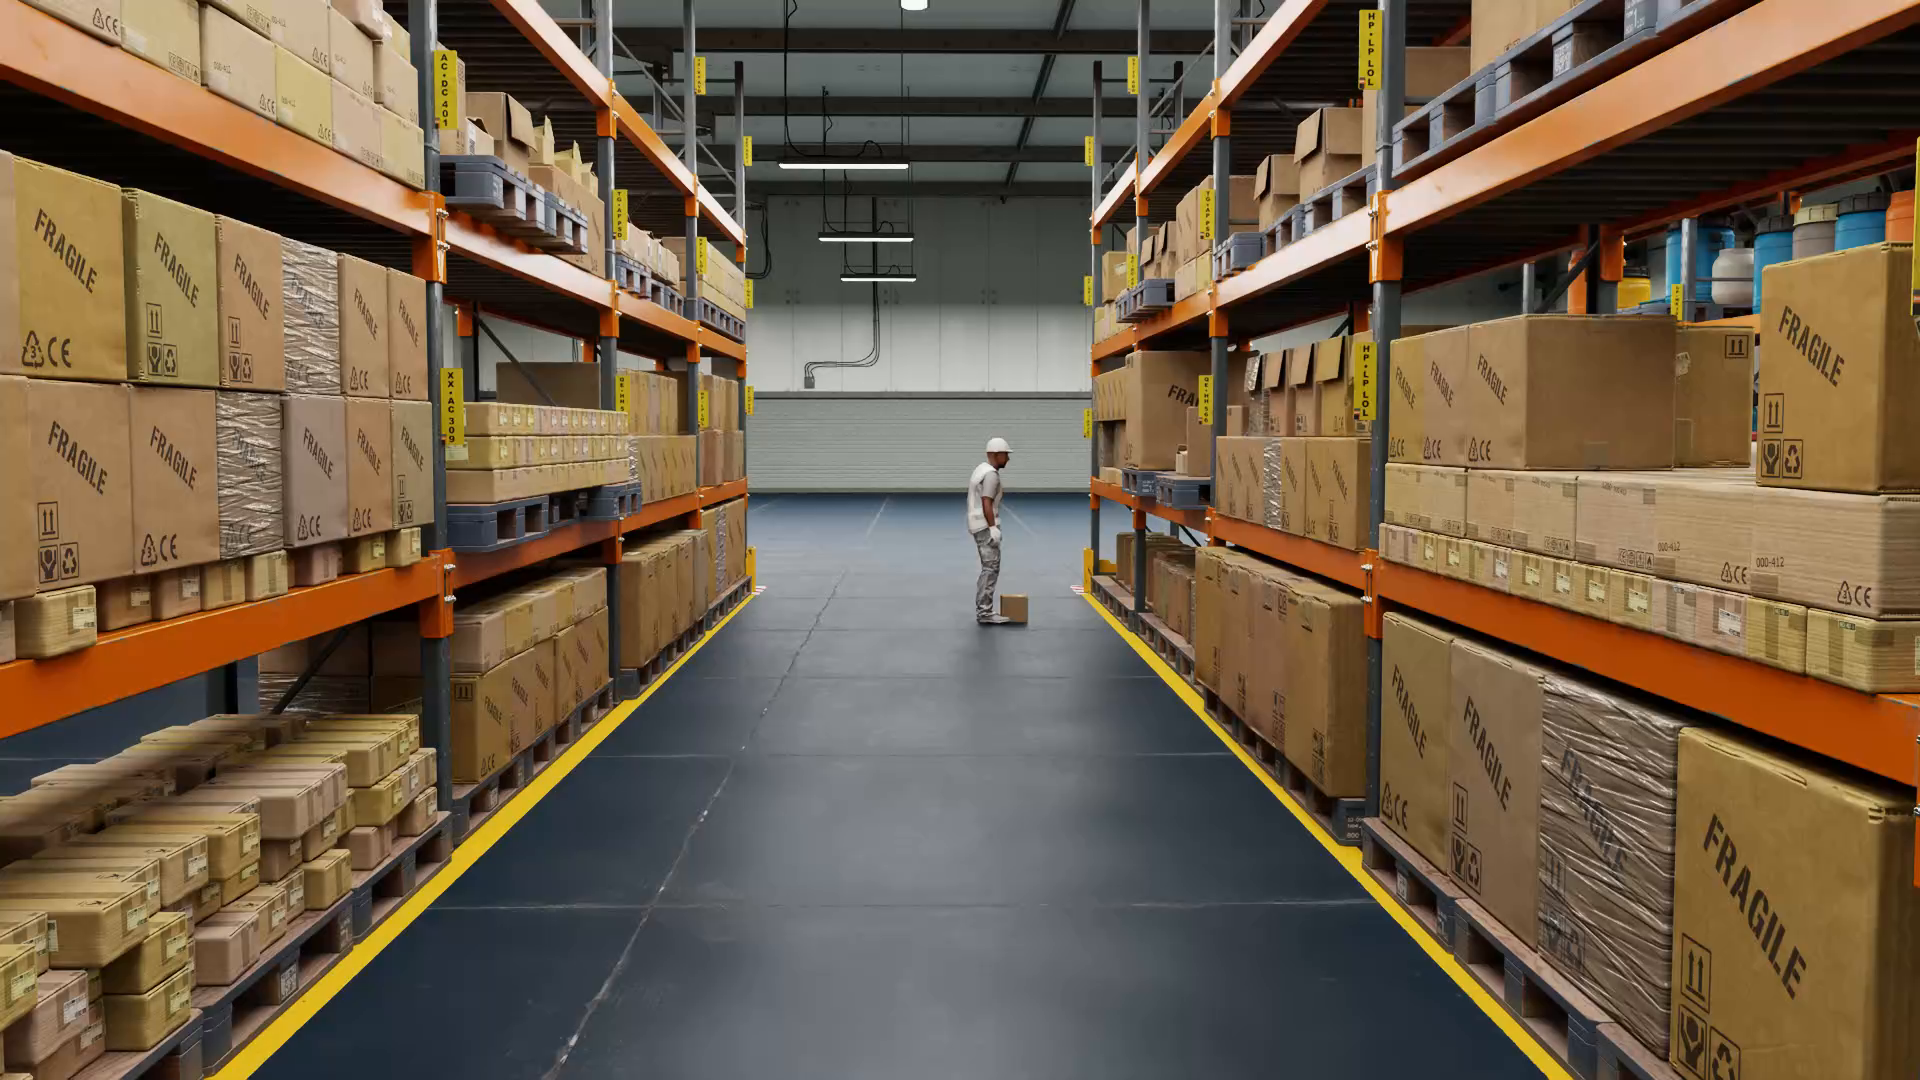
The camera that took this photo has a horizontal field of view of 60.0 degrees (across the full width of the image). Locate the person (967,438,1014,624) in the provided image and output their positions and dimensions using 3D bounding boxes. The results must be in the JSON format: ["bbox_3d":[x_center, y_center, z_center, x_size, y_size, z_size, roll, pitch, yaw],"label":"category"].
[{"bbox_3d":[0.299,-0.096,16.081,0.453,1.774,0.622,0,4,-2],"label":"person"}]
